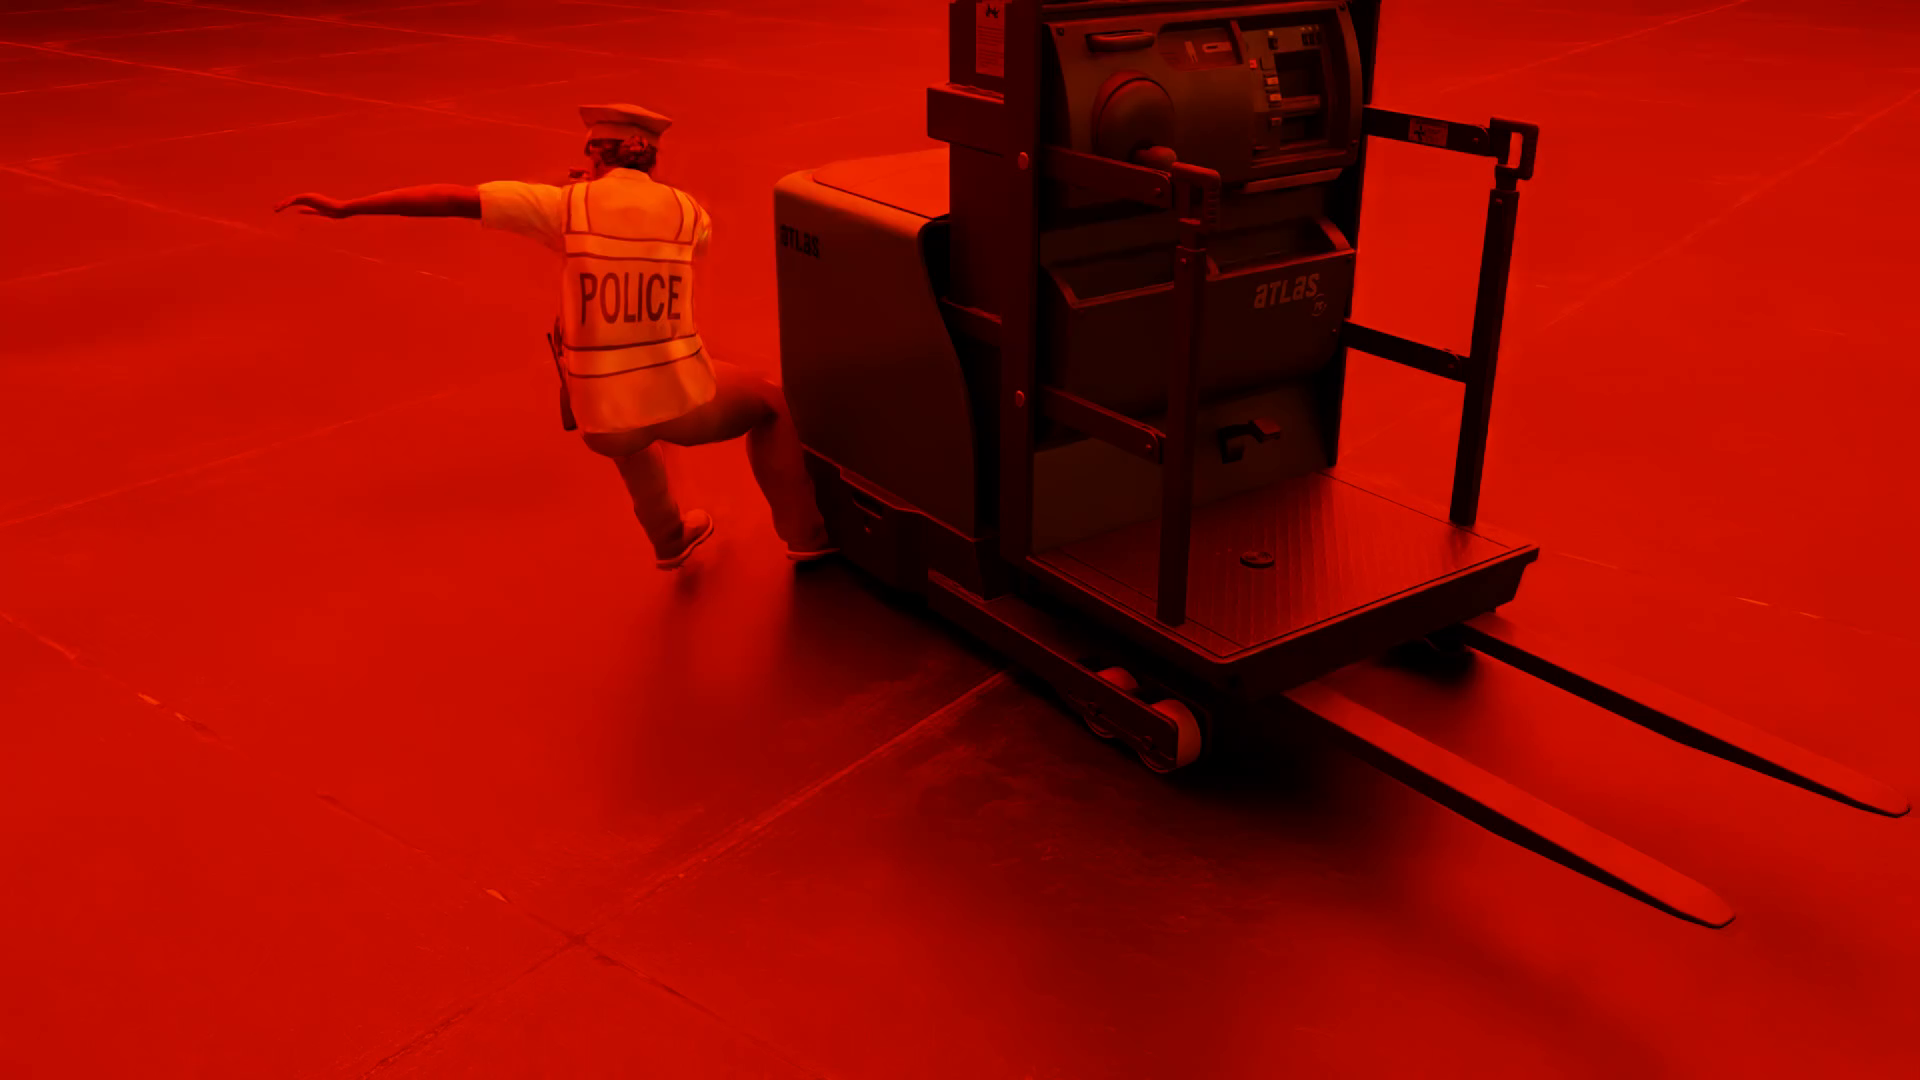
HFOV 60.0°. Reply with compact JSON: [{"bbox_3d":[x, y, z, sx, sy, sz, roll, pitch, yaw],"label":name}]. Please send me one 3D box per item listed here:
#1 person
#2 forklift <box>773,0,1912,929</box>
[{"bbox_3d":[-0.972,-0.460,4.416,1.410,1.363,0.709,-6,24,-13],"label":"person"},{"bbox_3d":[0.716,-1.033,3.711,1.130,2.935,3.031,-16,28,-32],"label":"forklift"}]
